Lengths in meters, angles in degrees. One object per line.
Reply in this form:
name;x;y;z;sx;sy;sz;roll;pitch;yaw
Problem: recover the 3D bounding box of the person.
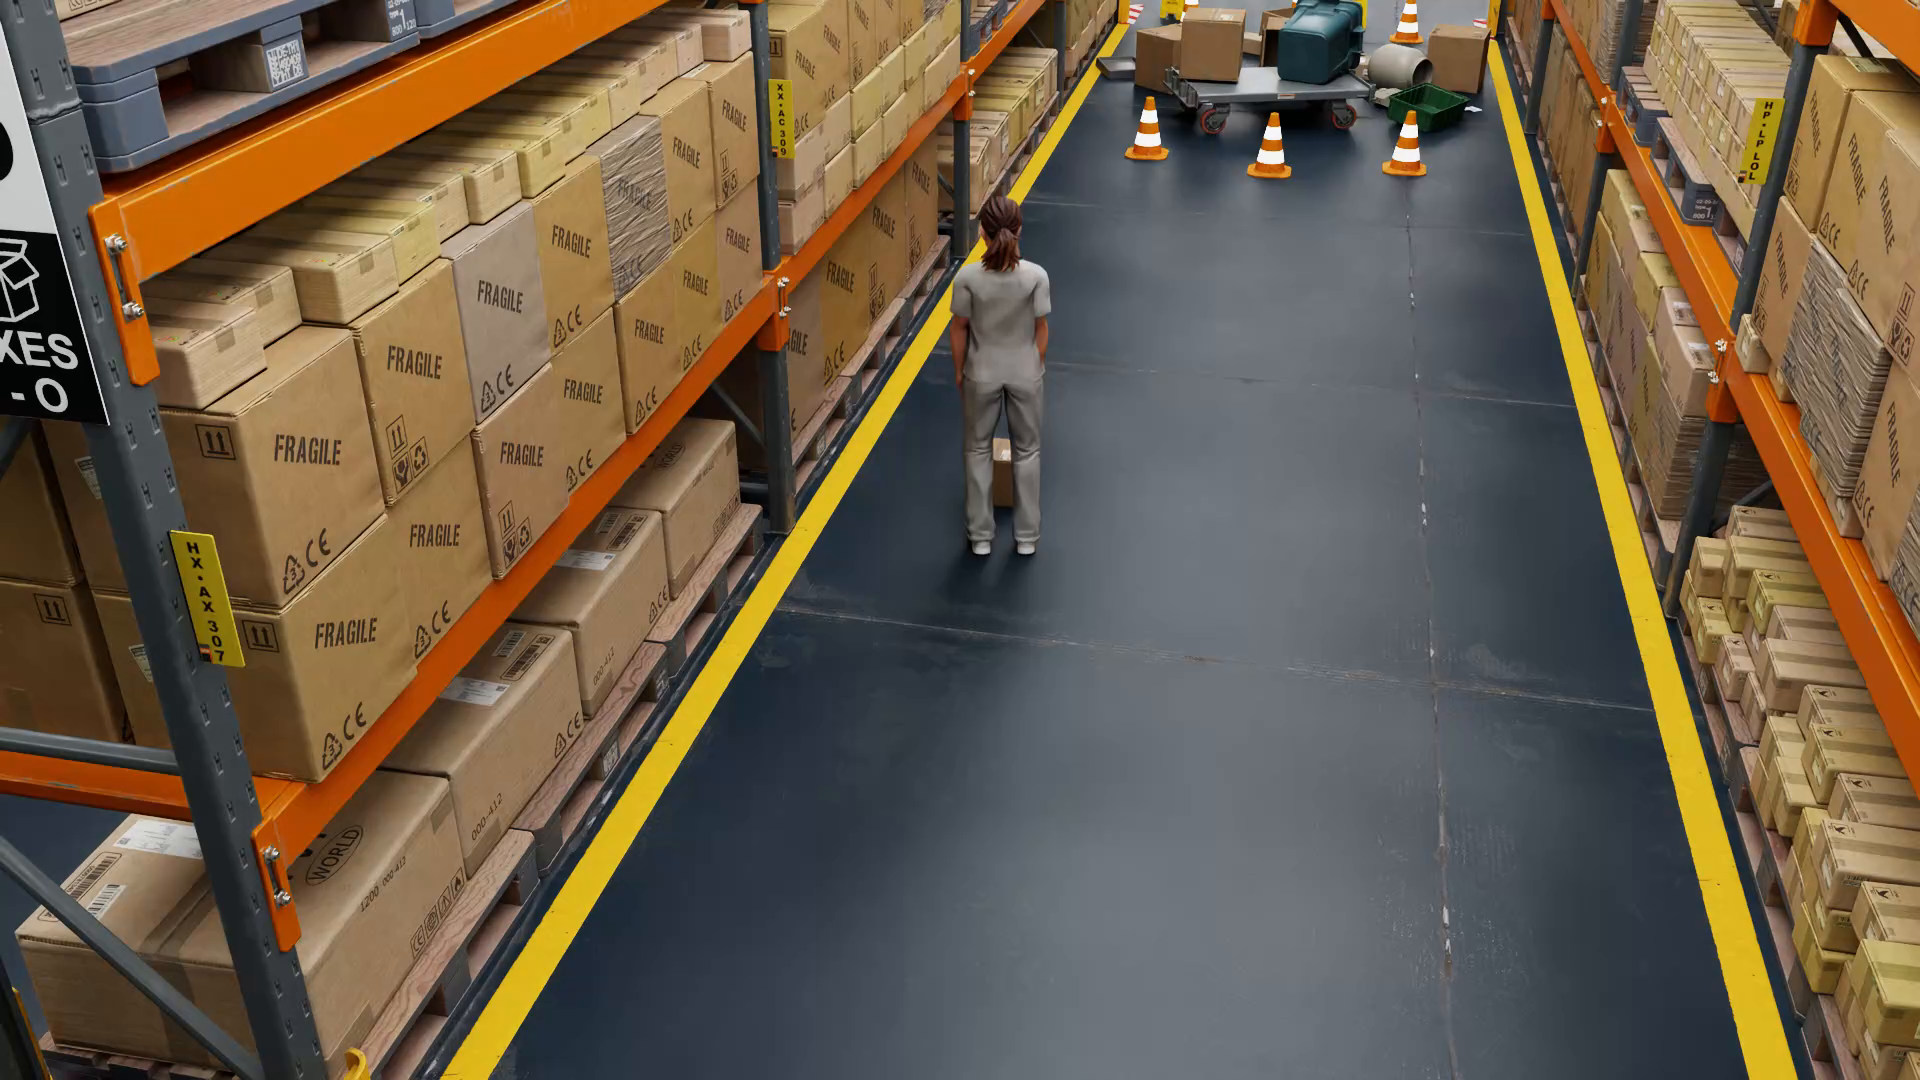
person;0.175;-0.710;7.425;0.444;1.669;0.358;0;29;0
